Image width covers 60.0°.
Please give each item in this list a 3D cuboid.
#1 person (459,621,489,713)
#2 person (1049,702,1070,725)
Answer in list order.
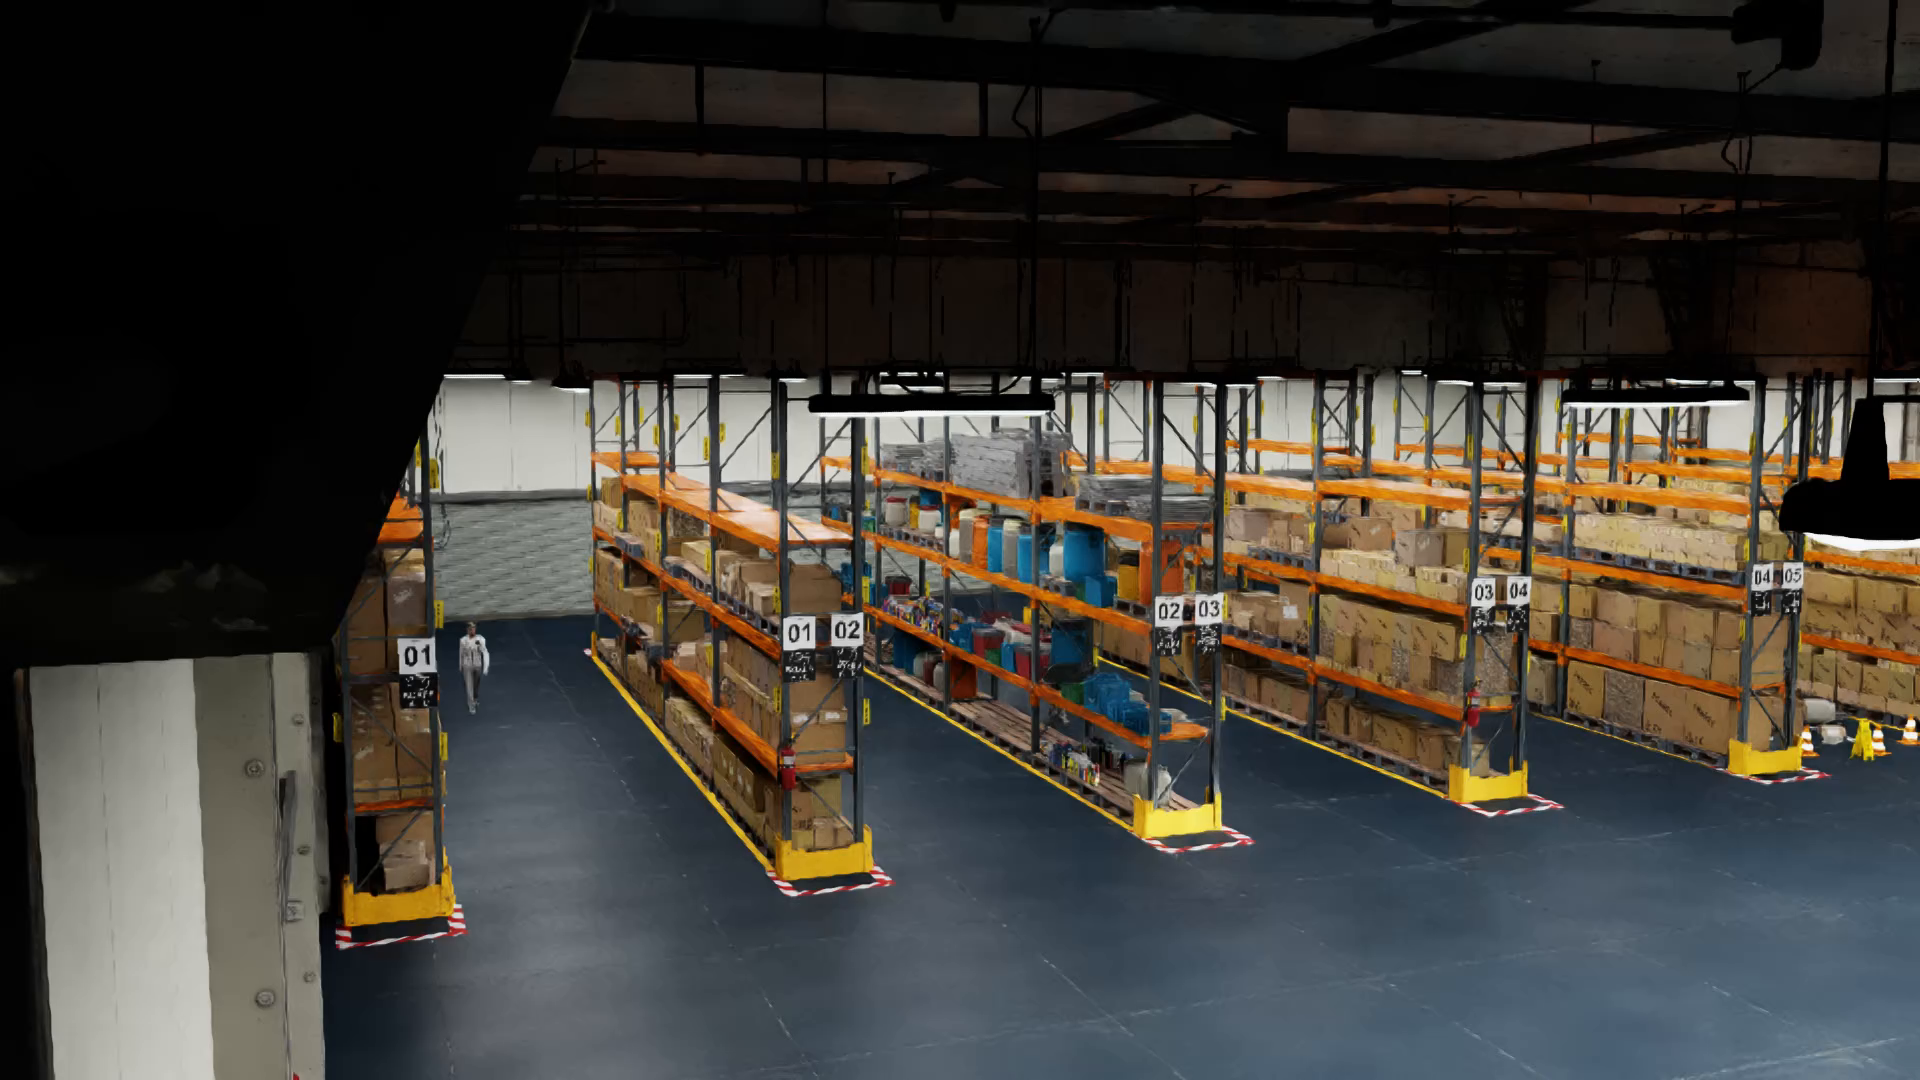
[{"bbox_3d":[-8.637,2.219,29.565,0.500,1.625,0.976,-3,7,-22],"label":"person"},{"bbox_3d":[1.756,2.282,28.647,0.555,1.725,1.029,-3,7,-21],"label":"person"}]
